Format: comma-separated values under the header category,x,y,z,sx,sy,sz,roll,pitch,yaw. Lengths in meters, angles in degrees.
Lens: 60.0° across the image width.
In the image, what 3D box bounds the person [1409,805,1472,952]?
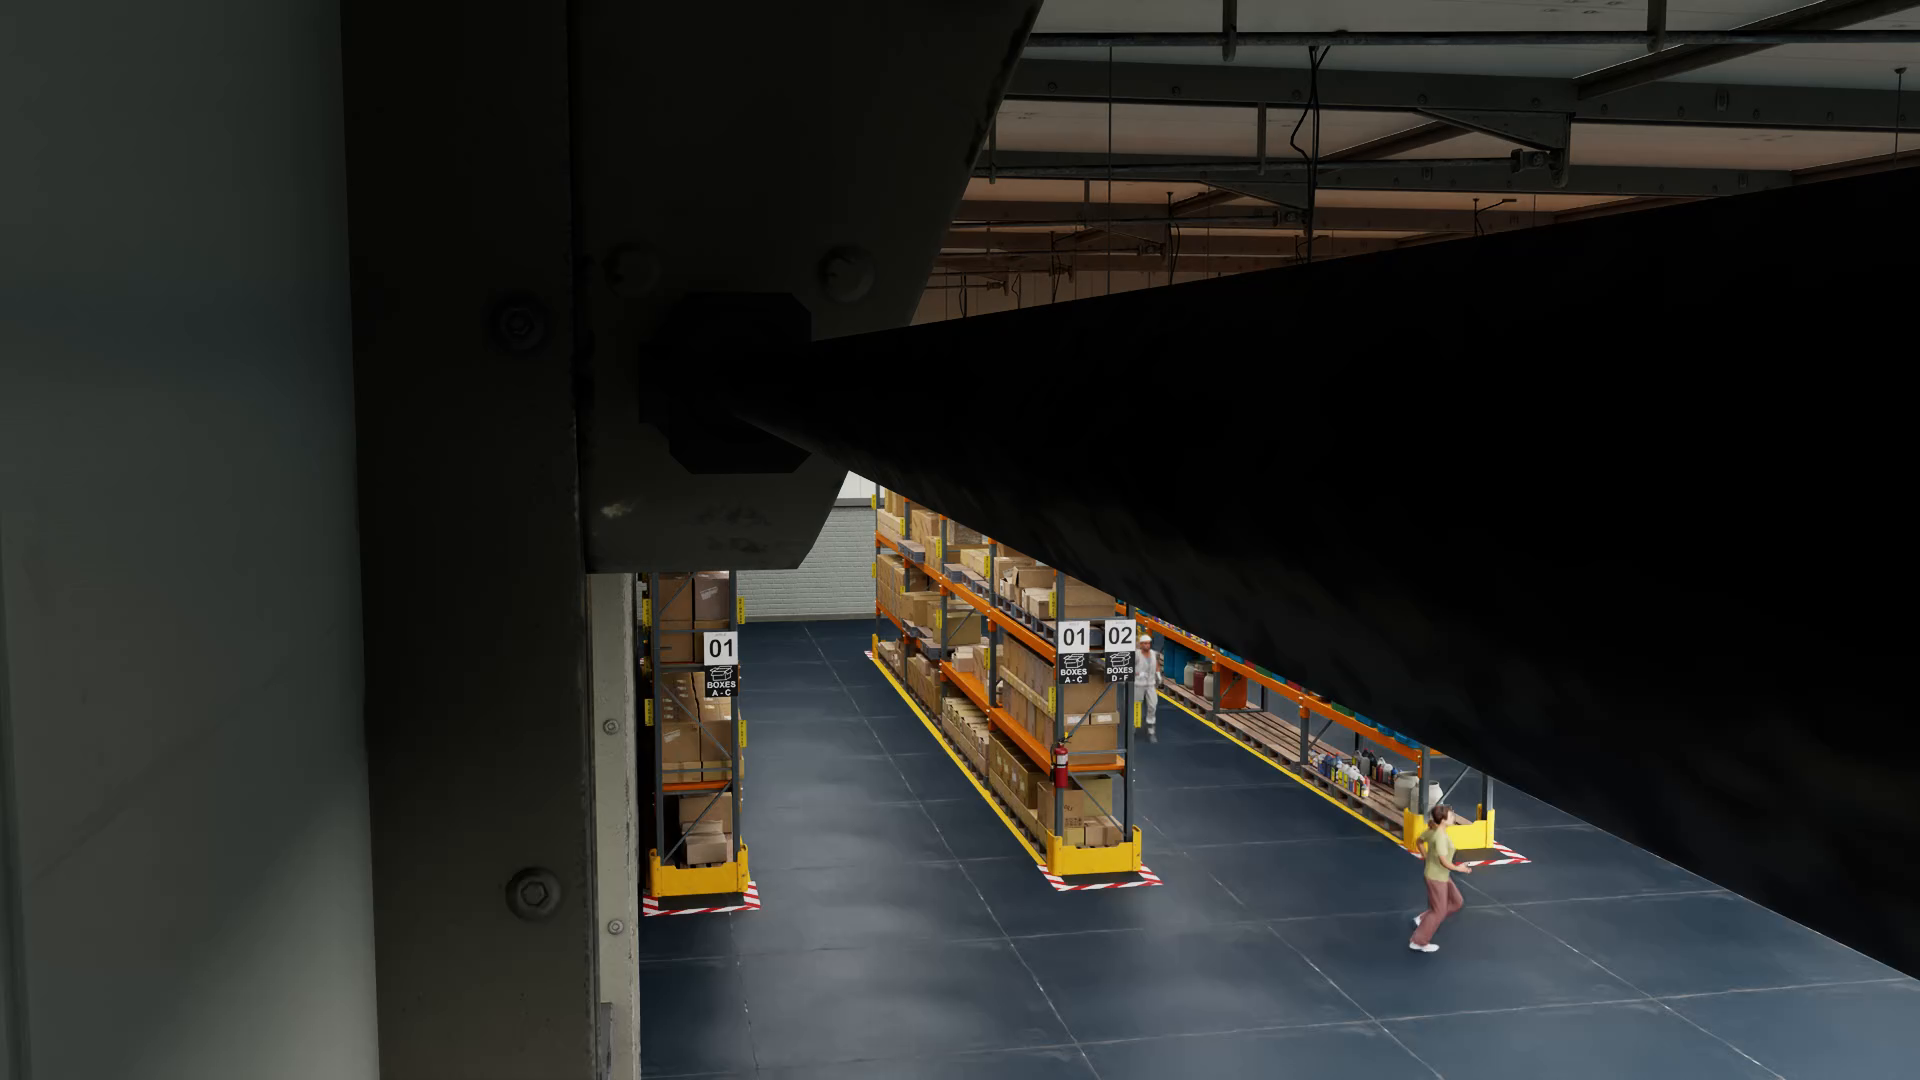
category,x,y,z,sx,sy,sz,roll,pitch,yaw
person,5.220,3.673,18.056,0.621,1.615,0.560,1,6,7

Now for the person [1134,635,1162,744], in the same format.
category,x,y,z,sx,sy,sz,roll,pitch,yaw
person,3.147,2.522,28.472,0.680,1.839,0.842,-2,6,-19
